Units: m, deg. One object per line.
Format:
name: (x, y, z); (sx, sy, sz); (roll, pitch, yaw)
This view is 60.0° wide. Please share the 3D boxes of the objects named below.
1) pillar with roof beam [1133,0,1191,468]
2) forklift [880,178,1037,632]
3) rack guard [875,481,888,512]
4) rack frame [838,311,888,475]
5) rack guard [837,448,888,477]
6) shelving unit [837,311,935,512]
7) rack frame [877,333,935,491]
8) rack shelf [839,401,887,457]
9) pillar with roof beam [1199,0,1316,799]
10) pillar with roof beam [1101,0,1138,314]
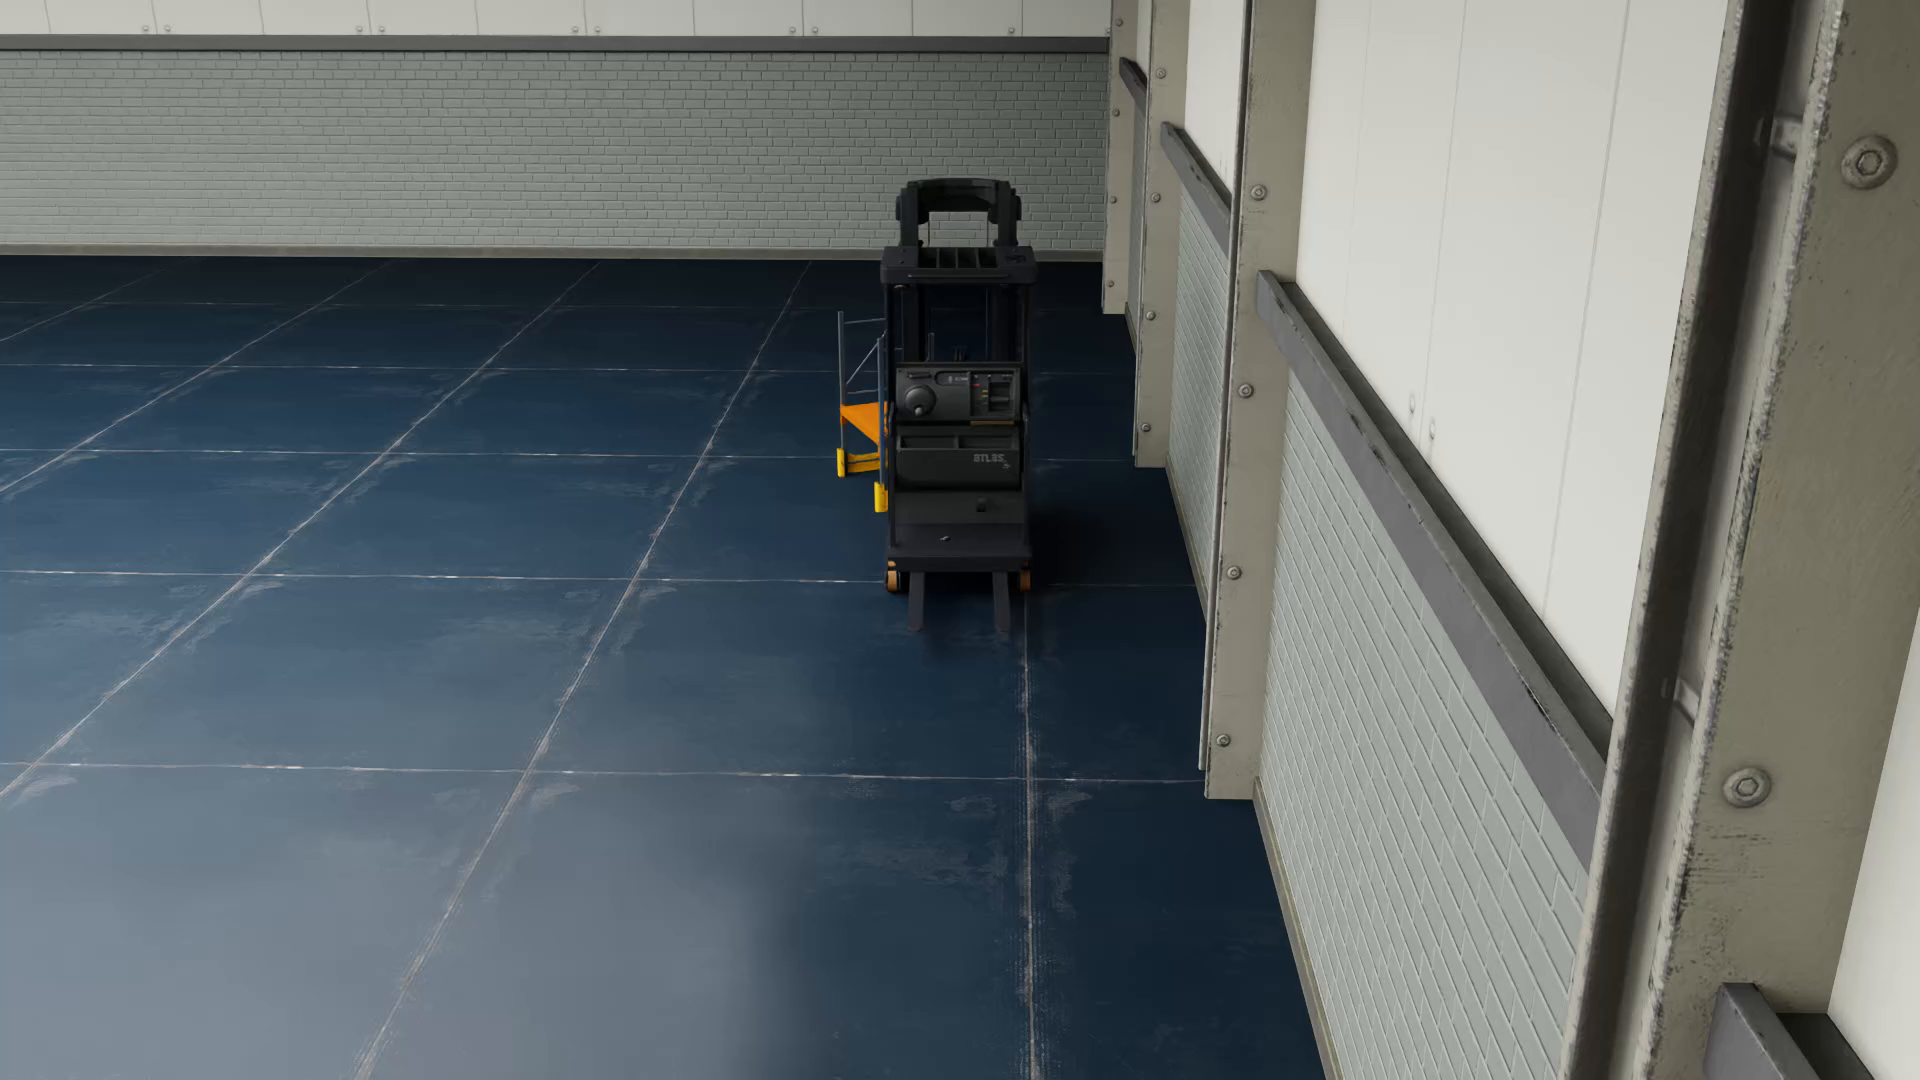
pillar with roof beam: (-2.534, -4.981, 13.925); (9.100, 9.000, 0.400); (1, 21, 2)
forklift: (-0.010, -1.086, 12.277); (1.130, 2.935, 3.031); (0, 21, 0)
rack guard: (-0.442, -0.404, 14.225); (0.587, 0.250, 0.087); (-9, 23, -21)
rack frame: (-0.832, -1.326, 14.873); (0.500, 1.500, 0.032); (-9, 23, -21)
rack guard: (-0.824, -0.737, 15.083); (0.587, 0.250, 0.087); (-9, 23, -21)
shelving unit: (-0.633, -1.153, 14.428); (0.587, 1.500, 1.083); (-9, 23, -21)
rack frame: (-0.442, -0.986, 13.998); (0.500, 1.500, 0.032); (-9, 23, -21)
rack shelf: (-0.637, -0.989, 14.501); (0.538, 0.185, 1.000); (-9, 23, -21)
pillar with roof beam: (-2.716, -2.811, 8.334); (9.100, 9.000, 0.400); (1, 21, 2)
pillar with roof beam: (-2.351, -7.150, 19.516); (9.100, 9.000, 0.400); (1, 21, 2)
